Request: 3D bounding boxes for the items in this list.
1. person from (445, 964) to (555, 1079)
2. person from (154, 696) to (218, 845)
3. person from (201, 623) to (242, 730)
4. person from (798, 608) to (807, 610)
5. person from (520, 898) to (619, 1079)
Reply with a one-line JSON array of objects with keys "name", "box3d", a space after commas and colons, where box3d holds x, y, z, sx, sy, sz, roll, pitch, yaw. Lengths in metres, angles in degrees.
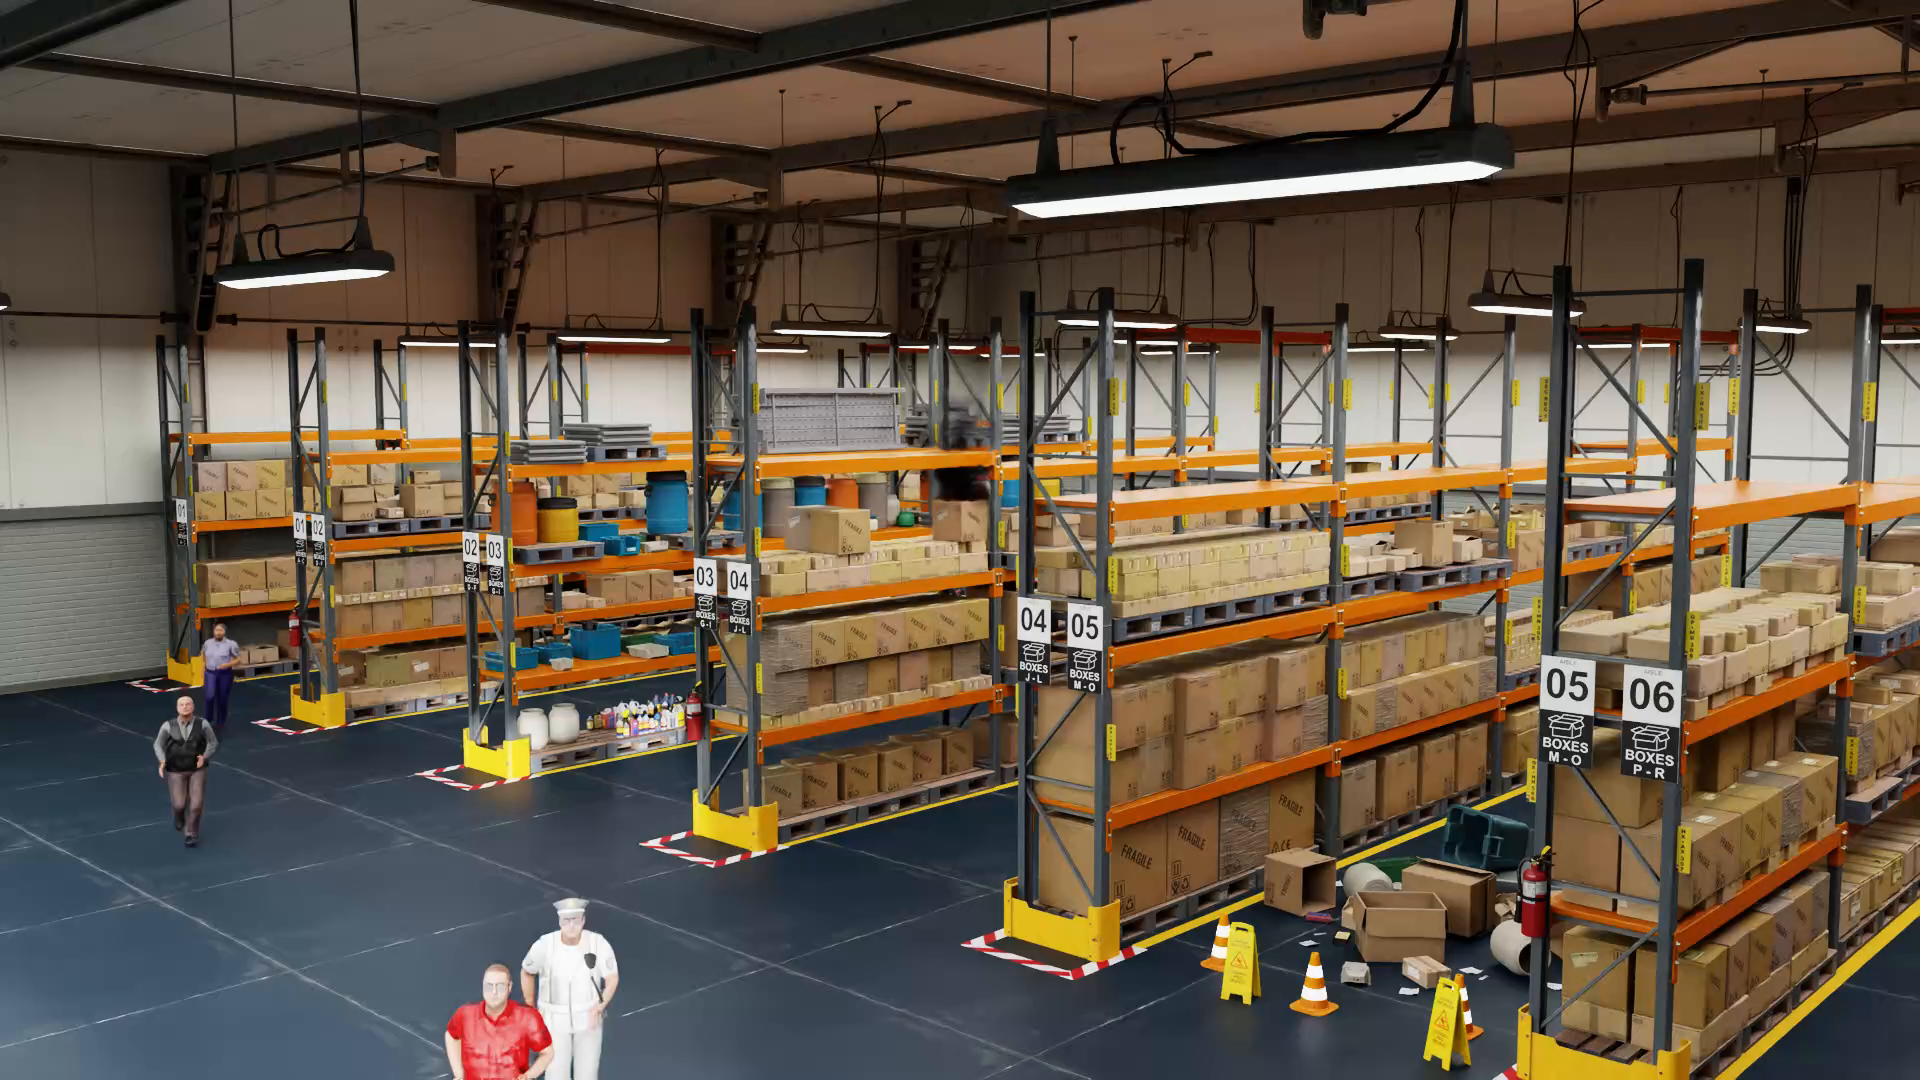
[{"name": "person", "box3d": [-2.755, 3.386, 9.936, 0.664, 1.737, 0.927, -1, 5, -8]}, {"name": "person", "box3d": [-8.664, 2.586, 18.650, 0.658, 1.676, 0.583, -3, 6, -25]}, {"name": "person", "box3d": [-10.938, 2.037, 24.616, 0.591, 1.622, 0.652, -1, 6, -15]}, {"name": "person", "box3d": [-2.819, 1.674, 28.397, 0.572, 1.725, 0.697, 4, 7, 38]}, {"name": "person", "box3d": [-2.634, 3.250, 11.260, 0.651, 1.726, 0.632, -1, 6, -15]}]
